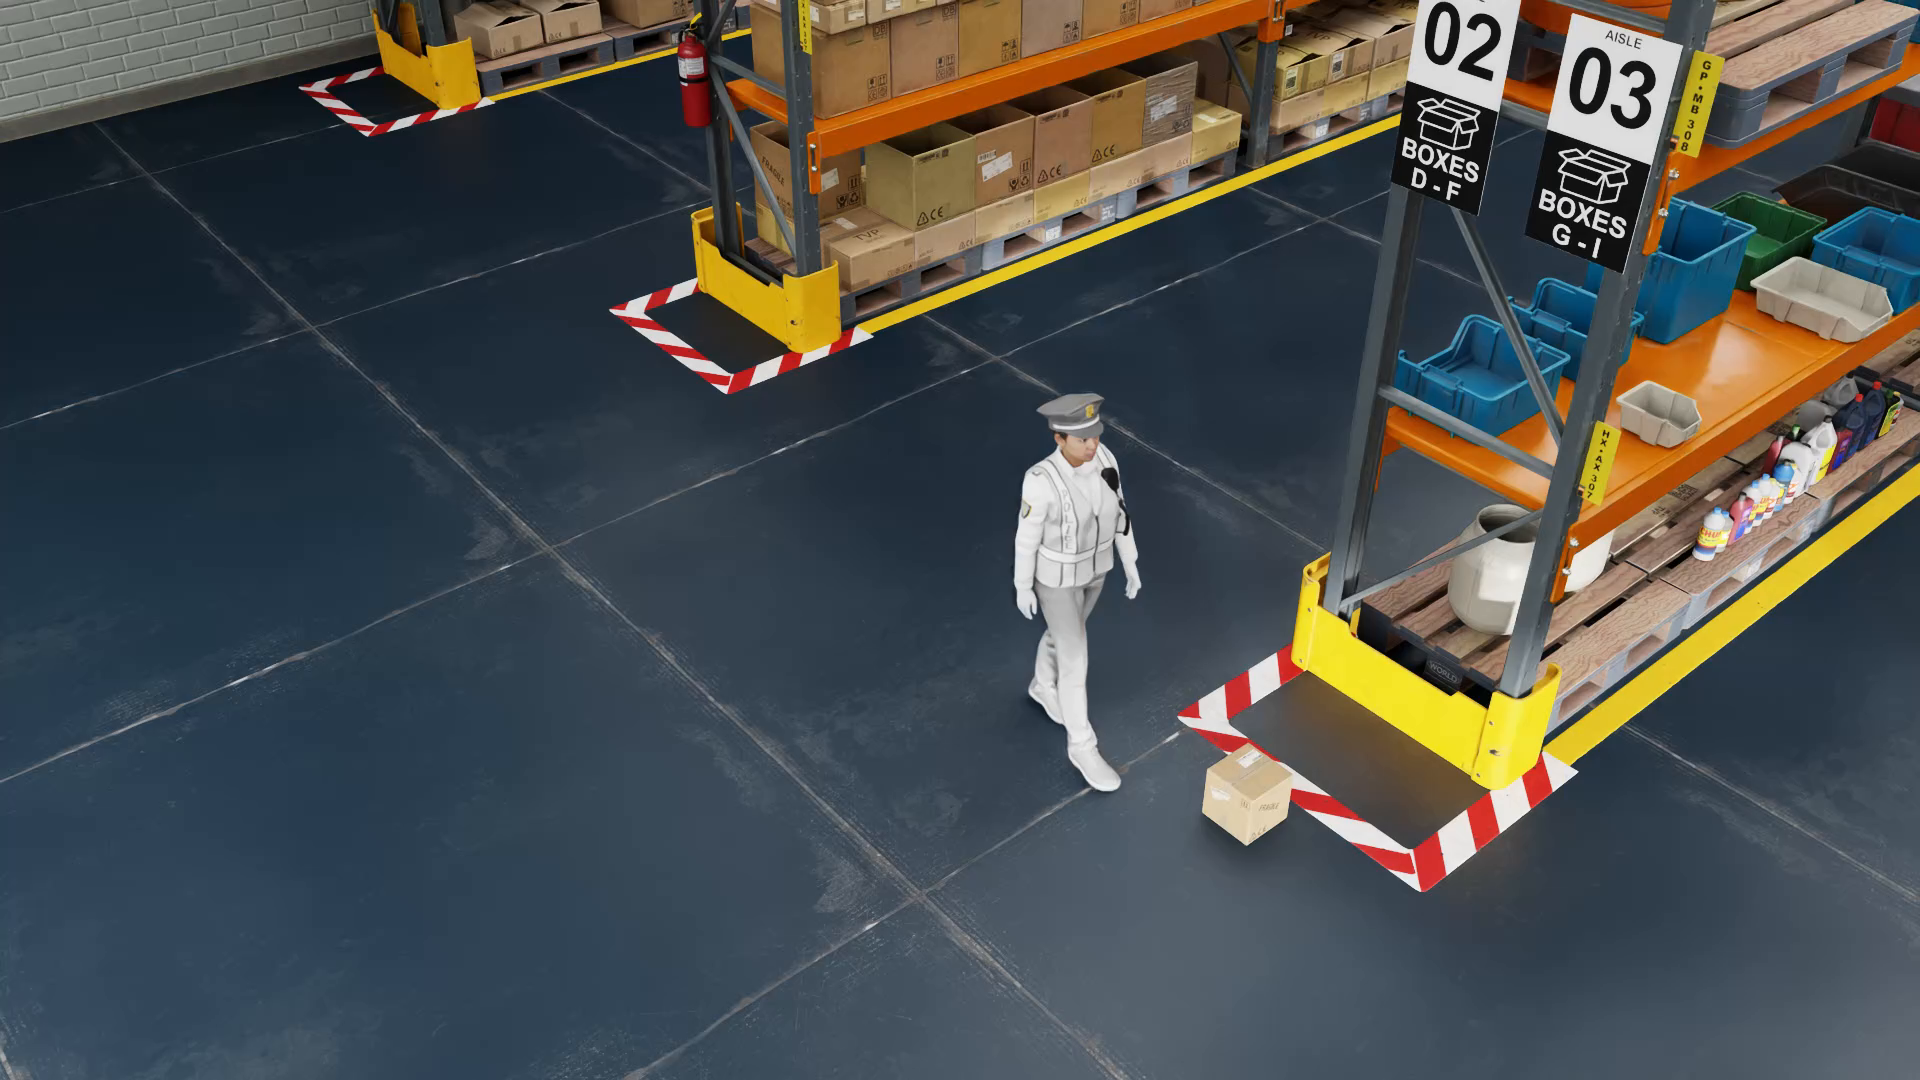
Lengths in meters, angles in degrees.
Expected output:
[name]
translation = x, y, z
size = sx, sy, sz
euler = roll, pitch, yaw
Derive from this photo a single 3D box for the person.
[person]
translation = 0.540, 0.173, 6.796
size = 0.500, 1.682, 0.710
euler = -27, 44, -32
